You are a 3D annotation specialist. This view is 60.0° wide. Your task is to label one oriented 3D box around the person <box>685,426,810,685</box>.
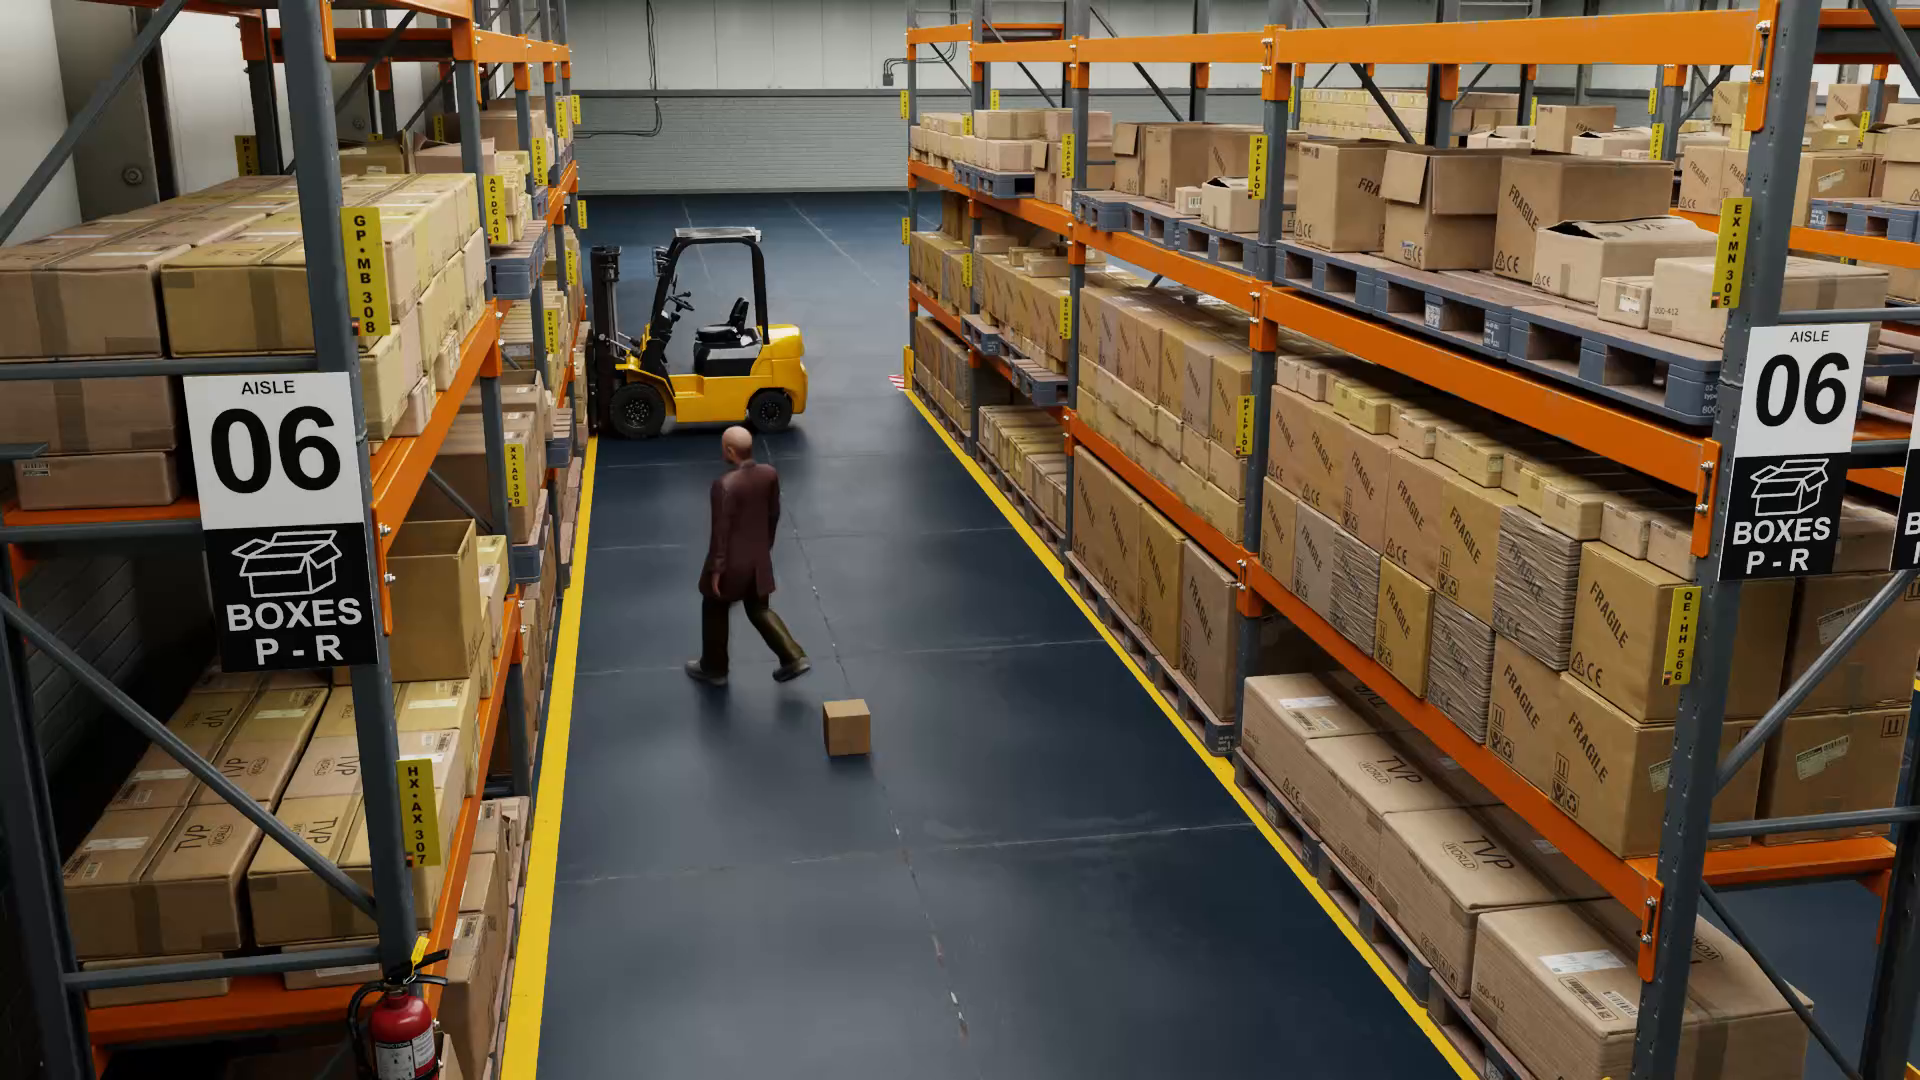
[{"bbox_3d":[-1.427,0.114,10.682,0.921,1.748,0.603,14,21,40],"label":"person"}]
